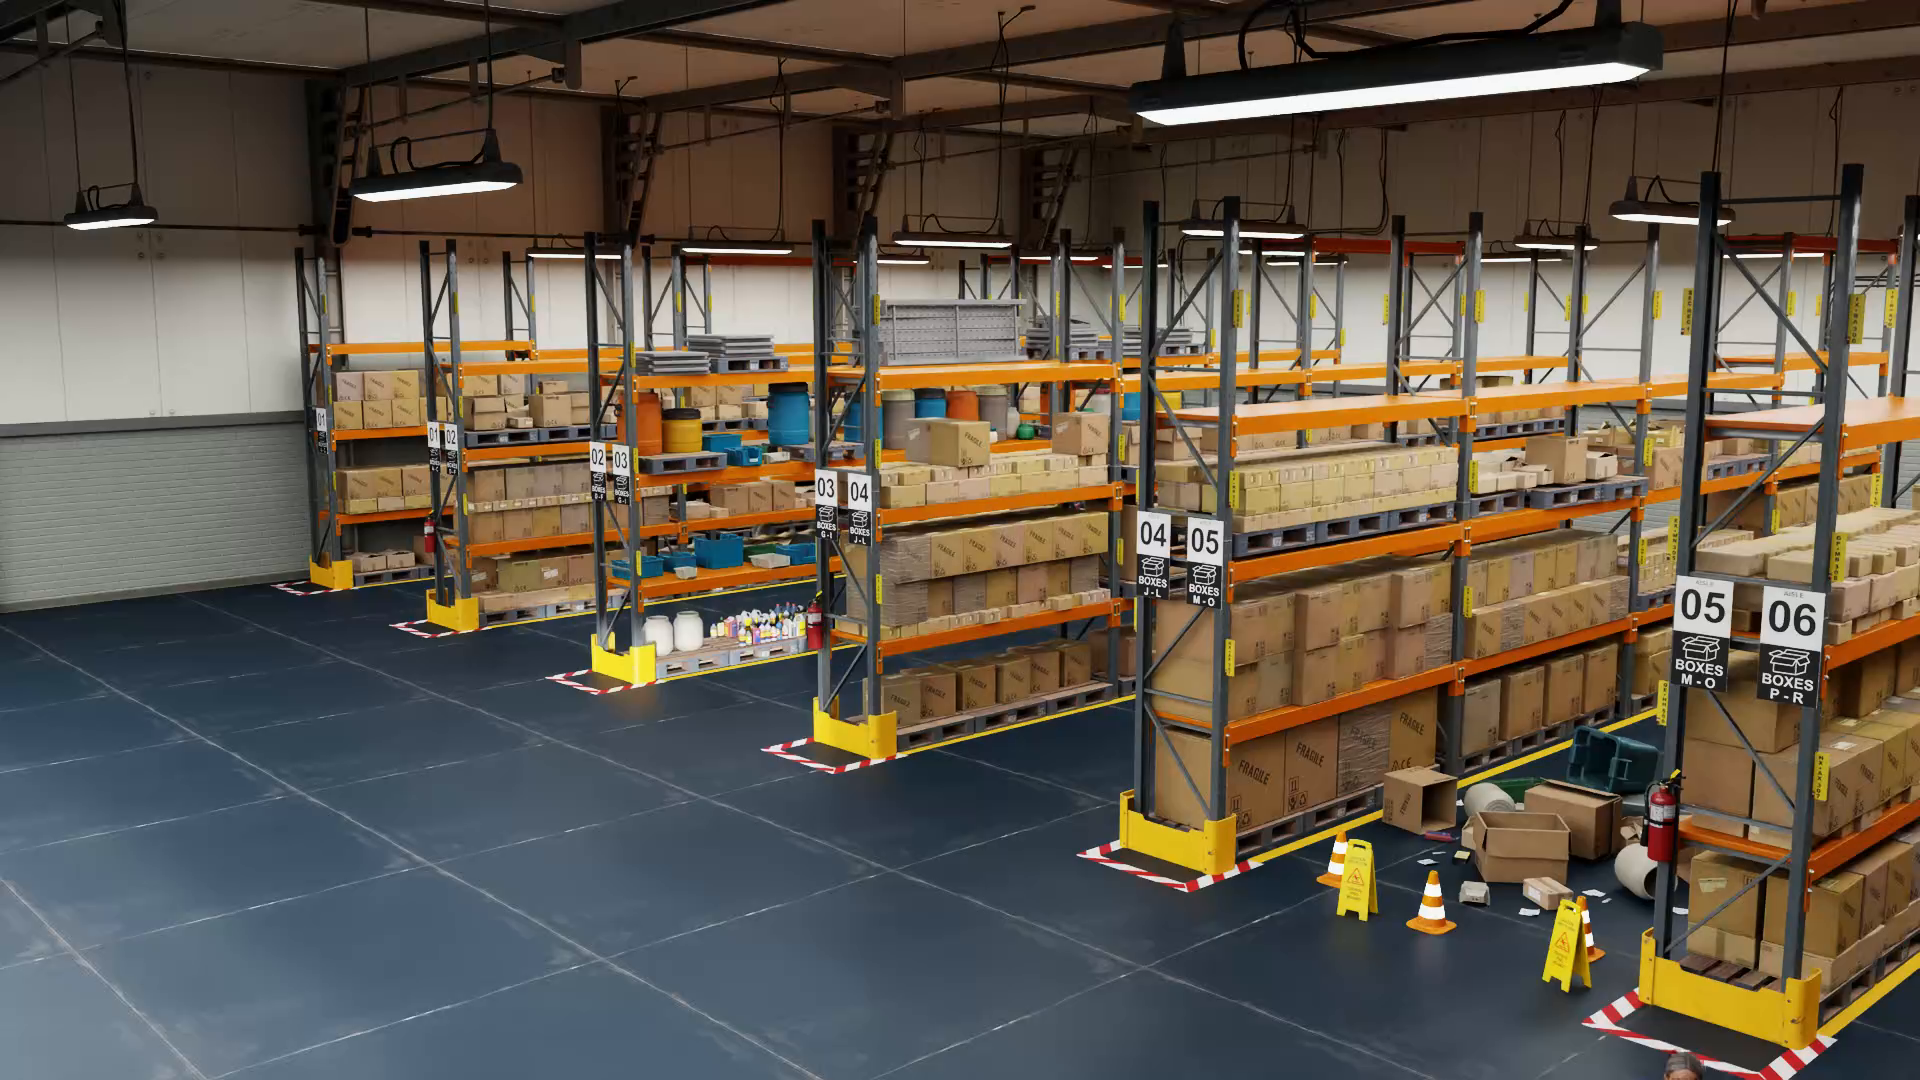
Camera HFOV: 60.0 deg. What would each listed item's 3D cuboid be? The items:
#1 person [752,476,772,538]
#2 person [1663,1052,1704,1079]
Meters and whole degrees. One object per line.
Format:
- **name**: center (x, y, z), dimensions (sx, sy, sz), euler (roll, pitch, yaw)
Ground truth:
- **person**: center (-3.778, -0.385, 32.053), dimensions (0.669, 1.733, 0.760), euler (8, 12, 43)
- **person**: center (3.576, 3.235, 8.371), dimensions (0.587, 1.546, 0.908), euler (2, 9, 14)
